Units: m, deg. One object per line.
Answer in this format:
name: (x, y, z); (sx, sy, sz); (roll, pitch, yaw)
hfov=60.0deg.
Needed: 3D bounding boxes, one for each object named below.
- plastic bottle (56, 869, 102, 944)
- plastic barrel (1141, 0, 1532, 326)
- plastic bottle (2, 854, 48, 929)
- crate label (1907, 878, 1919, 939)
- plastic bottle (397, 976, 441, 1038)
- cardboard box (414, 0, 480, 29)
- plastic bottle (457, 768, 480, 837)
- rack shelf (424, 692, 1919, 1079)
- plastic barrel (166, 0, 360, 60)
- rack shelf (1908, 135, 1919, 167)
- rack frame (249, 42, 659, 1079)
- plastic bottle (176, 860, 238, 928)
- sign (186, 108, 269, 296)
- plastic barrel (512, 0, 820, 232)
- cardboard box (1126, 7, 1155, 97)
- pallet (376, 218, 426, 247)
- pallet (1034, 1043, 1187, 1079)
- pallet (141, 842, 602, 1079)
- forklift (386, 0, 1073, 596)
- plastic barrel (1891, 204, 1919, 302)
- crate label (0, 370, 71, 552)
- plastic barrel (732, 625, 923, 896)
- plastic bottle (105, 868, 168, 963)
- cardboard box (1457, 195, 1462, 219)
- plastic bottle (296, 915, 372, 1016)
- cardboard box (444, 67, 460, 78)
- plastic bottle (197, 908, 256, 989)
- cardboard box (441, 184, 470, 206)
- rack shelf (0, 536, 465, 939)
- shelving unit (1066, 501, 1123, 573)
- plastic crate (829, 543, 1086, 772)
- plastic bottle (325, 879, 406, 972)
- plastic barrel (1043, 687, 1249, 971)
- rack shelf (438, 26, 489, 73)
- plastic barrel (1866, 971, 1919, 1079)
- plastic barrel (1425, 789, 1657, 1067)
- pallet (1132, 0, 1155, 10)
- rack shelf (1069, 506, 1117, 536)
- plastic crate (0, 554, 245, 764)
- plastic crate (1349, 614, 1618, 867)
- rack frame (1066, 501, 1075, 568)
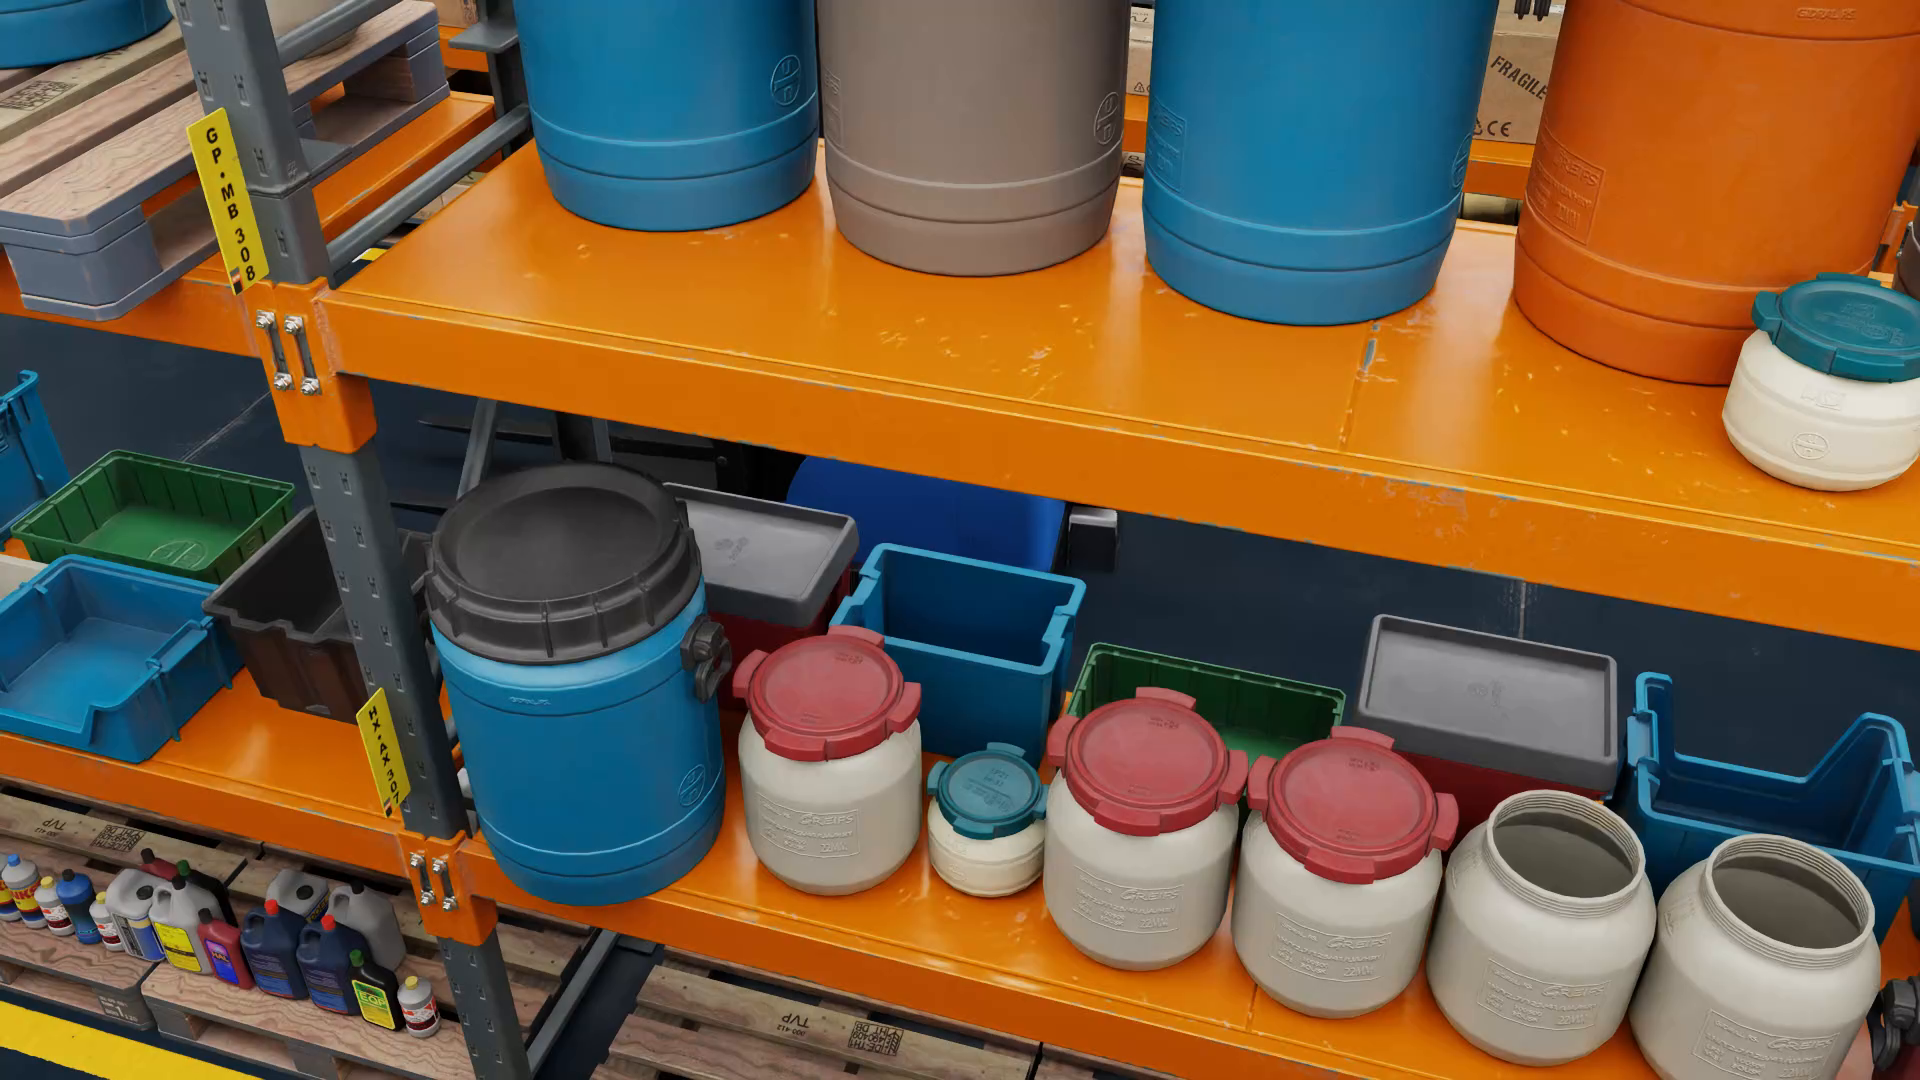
plastic bottle: (-2.712, 1.119, 5.130); (0.097, 0.271, 0.097); (0, 36, 0)
plastic barrel: (0.651, -0.918, 3.014); (0.708, 0.901, 0.600); (10, 38, 14)
plastic bottle: (-2.905, 1.083, 5.178); (0.097, 0.271, 0.097); (0, 36, 0)
crate label: (2.380, 0.781, 3.799); (0.416, 0.233, 0.303); (10, 38, 14)
plastic bottle: (-1.587, 1.355, 4.867); (0.097, 0.201, 0.097); (0, 36, 0)
cardboard box: (-2.540, -3.076, 8.814); (0.500, 0.500, 0.700); (11, 38, 15)
plastic bottle: (-1.638, 0.867, 5.468); (0.135, 0.276, 0.152); (12, 38, 16)
rack shelf: (0.762, 0.937, 4.054); (4.000, 0.370, 1.077); (10, 38, 14)
plastic barrel: (-1.500, -1.316, 3.528); (0.421, 0.512, 0.421); (0, 36, 0)
rack shelf: (6.060, -1.158, 6.900); (4.000, 0.370, 1.077); (10, 38, 14)
rack frame: (-1.147, 0.293, 4.321); (0.127, 3.000, 1.000); (10, 38, 14)
plastic bottle: (-2.333, 1.106, 5.137); (0.133, 0.283, 0.061); (10, 38, 14)
sign: (-1.322, -0.609, 3.009); (0.005, 0.325, 0.100); (10, 38, 14)
plastic barrel: (-0.597, -1.149, 3.328); (0.708, 0.901, 0.600); (10, 38, 14)
cardboard box: (0.816, -2.386, 8.088); (0.500, 0.250, 0.500); (13, 38, 17)
pallet: (-2.742, -1.981, 9.763); (1.213, 0.211, 1.003); (10, 38, 14)
pallet: (0.782, 1.748, 4.697); (1.213, 0.211, 1.003); (10, 38, 14)
pallet: (-1.776, 1.274, 5.341); (1.213, 0.211, 1.003); (10, 38, 14)
forklift: (-1.044, -1.219, 6.433); (3.031, 2.935, 1.130); (6, 37, 8)
plastic barrel: (1.951, -0.677, 2.687); (0.600, 0.901, 0.600); (0, 36, 0)
crate label: (-3.128, -0.256, 5.037); (0.616, 0.435, 0.502); (10, 38, 14)
plastic barrel: (-0.300, 0.532, 3.882); (0.433, 0.535, 0.433); (0, 36, 0)
plastic bottle: (-2.493, 1.140, 5.097); (0.135, 0.276, 0.152); (11, 38, 15)
cardboard box: (2.258, -1.618, 8.410); (0.500, 0.311, 0.500); (10, 38, 13)
plastic bottle: (-1.848, 1.232, 4.909); (0.185, 0.351, 0.144); (10, 37, 13)
cardboard box: (-2.884, -2.653, 9.657); (0.500, 0.500, 0.500); (10, 38, 14)
plastic bottle: (-2.199, 1.220, 4.982); (0.133, 0.283, 0.061); (13, 38, 17)
cardboard box: (-2.561, -1.970, 9.362); (0.500, 0.250, 0.500); (10, 38, 14)
rack shelf: (-3.056, 0.230, 5.014); (4.000, 0.370, 1.077); (10, 38, 14)
shelving unit: (0.576, -0.302, 6.901); (0.210, 0.900, 0.258); (6, 37, 8)
plastic crate: (-0.002, 0.319, 4.300); (0.575, 0.384, 0.392); (10, 38, 14)
plastic bottle: (-1.805, 1.151, 5.020); (0.185, 0.351, 0.144); (10, 38, 14)
plastic barrel: (0.401, 0.662, 3.706); (0.433, 0.535, 0.433); (0, 36, 0)
rack shelf: (-1.576, -2.572, 8.821); (4.000, 0.370, 1.077); (10, 38, 14)
plastic barrel: (2.137, 1.035, 3.198); (0.708, 0.536, 0.600); (10, 38, 14)
plastic barrel: (1.223, 0.820, 3.511); (0.421, 0.512, 0.421); (0, 36, 0)
pallet: (1.155, -4.288, 12.897); (1.213, 0.211, 1.003); (10, 38, 14)
rack shelf: (0.576, -0.130, 7.028); (0.200, 0.077, 0.258); (6, 37, 8)
plastic crate: (-2.285, 0.311, 4.422); (0.616, 0.251, 0.499); (10, 38, 14)
plastic crate: (1.219, 0.516, 3.965); (0.583, 0.464, 0.402); (10, 38, 14)
rack frame: (0.476, -0.313, 6.916); (0.006, 0.900, 0.240); (6, 37, 8)
